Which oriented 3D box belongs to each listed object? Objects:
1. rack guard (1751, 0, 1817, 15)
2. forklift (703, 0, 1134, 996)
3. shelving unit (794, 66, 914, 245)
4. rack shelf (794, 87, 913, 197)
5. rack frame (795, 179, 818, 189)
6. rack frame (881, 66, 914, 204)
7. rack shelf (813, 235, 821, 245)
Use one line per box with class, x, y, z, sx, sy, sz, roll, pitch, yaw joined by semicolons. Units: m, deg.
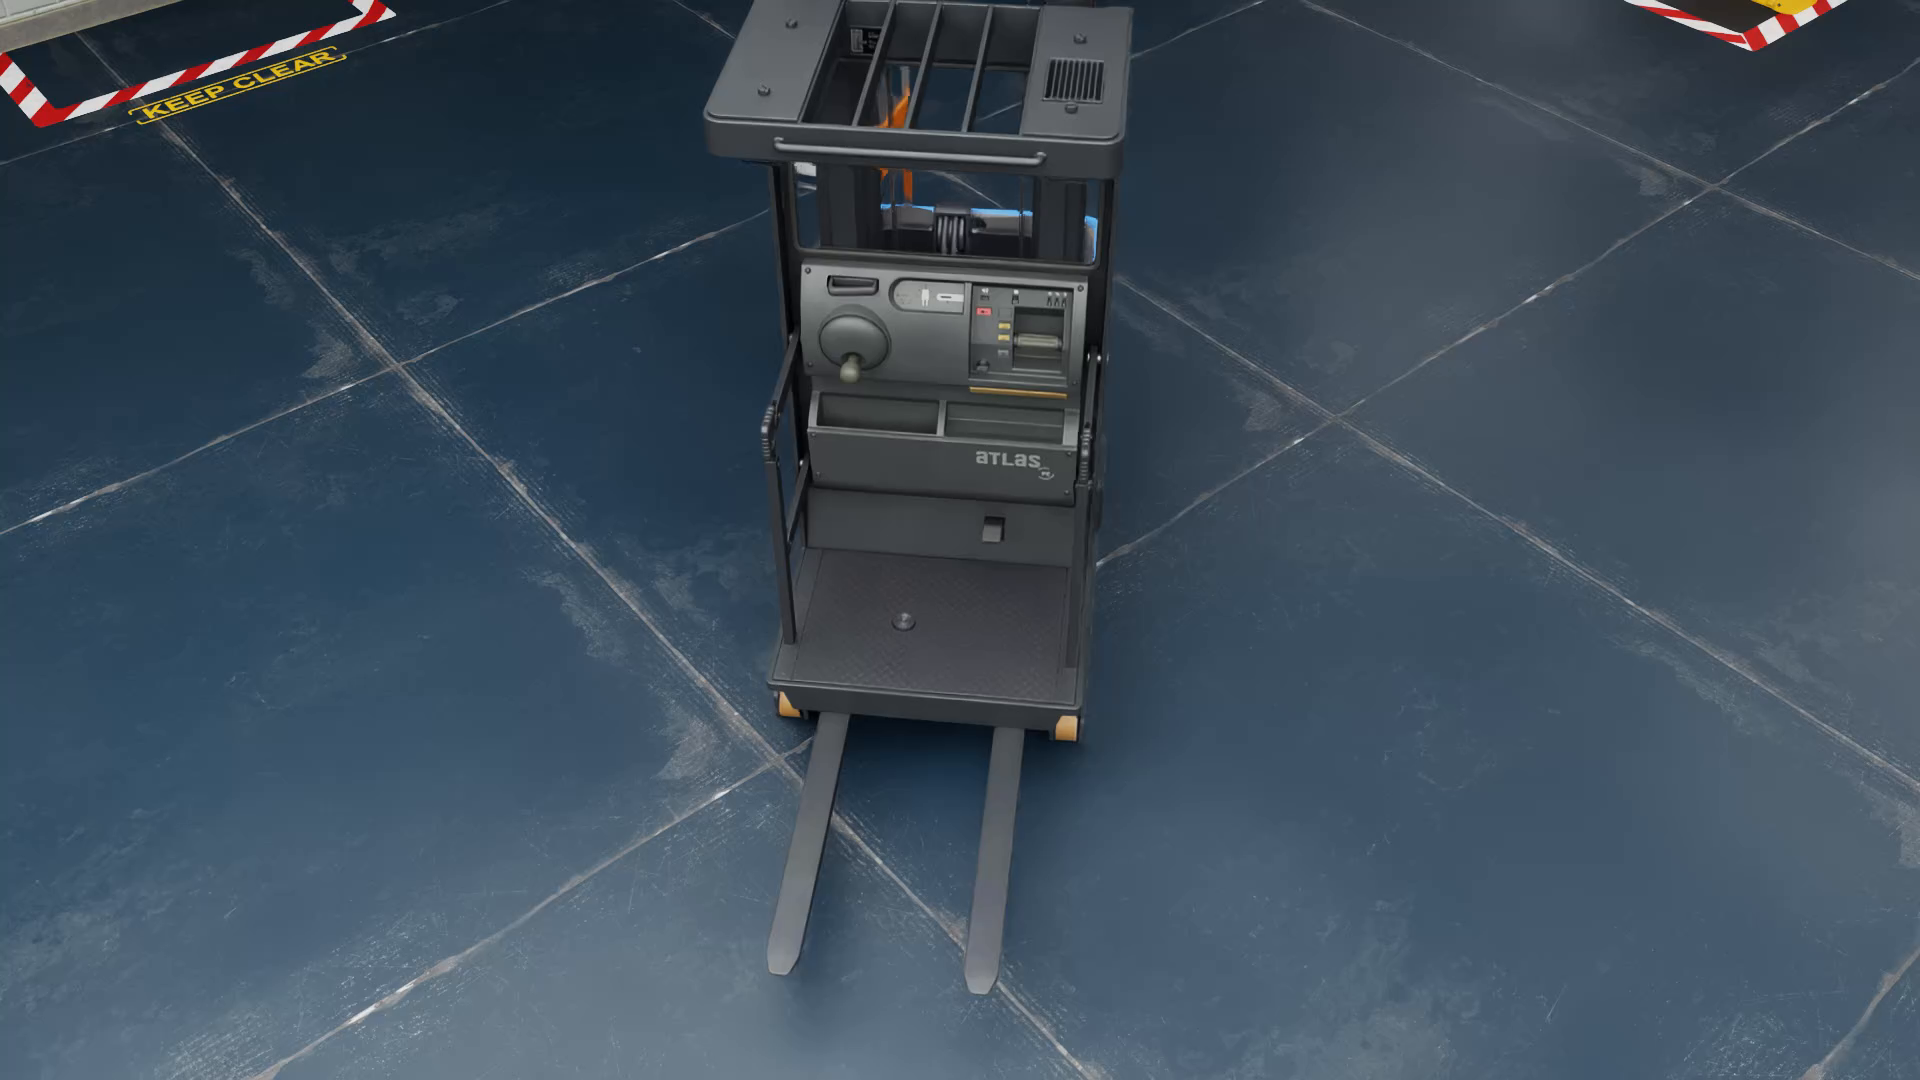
rack guard;4.832;-3.758;10.387;0.348;0.500;1.175;-30;51;-28
forklift;-0.077;-0.600;5.248;1.130;2.935;3.031;4;43;5
shelving unit;-0.476;-1.580;6.899;0.431;2.100;0.503;14;45;14
rack shelf;-0.476;-1.570;6.908;0.431;0.518;0.480;14;45;14
rack frame;-0.560;-1.423;6.732;0.400;2.100;0.015;14;45;14
rack frame;-0.392;-1.737;7.066;0.400;2.100;0.015;14;45;14
rack shelf;-0.476;-1.060;7.387;0.431;0.518;0.480;14;45;14
